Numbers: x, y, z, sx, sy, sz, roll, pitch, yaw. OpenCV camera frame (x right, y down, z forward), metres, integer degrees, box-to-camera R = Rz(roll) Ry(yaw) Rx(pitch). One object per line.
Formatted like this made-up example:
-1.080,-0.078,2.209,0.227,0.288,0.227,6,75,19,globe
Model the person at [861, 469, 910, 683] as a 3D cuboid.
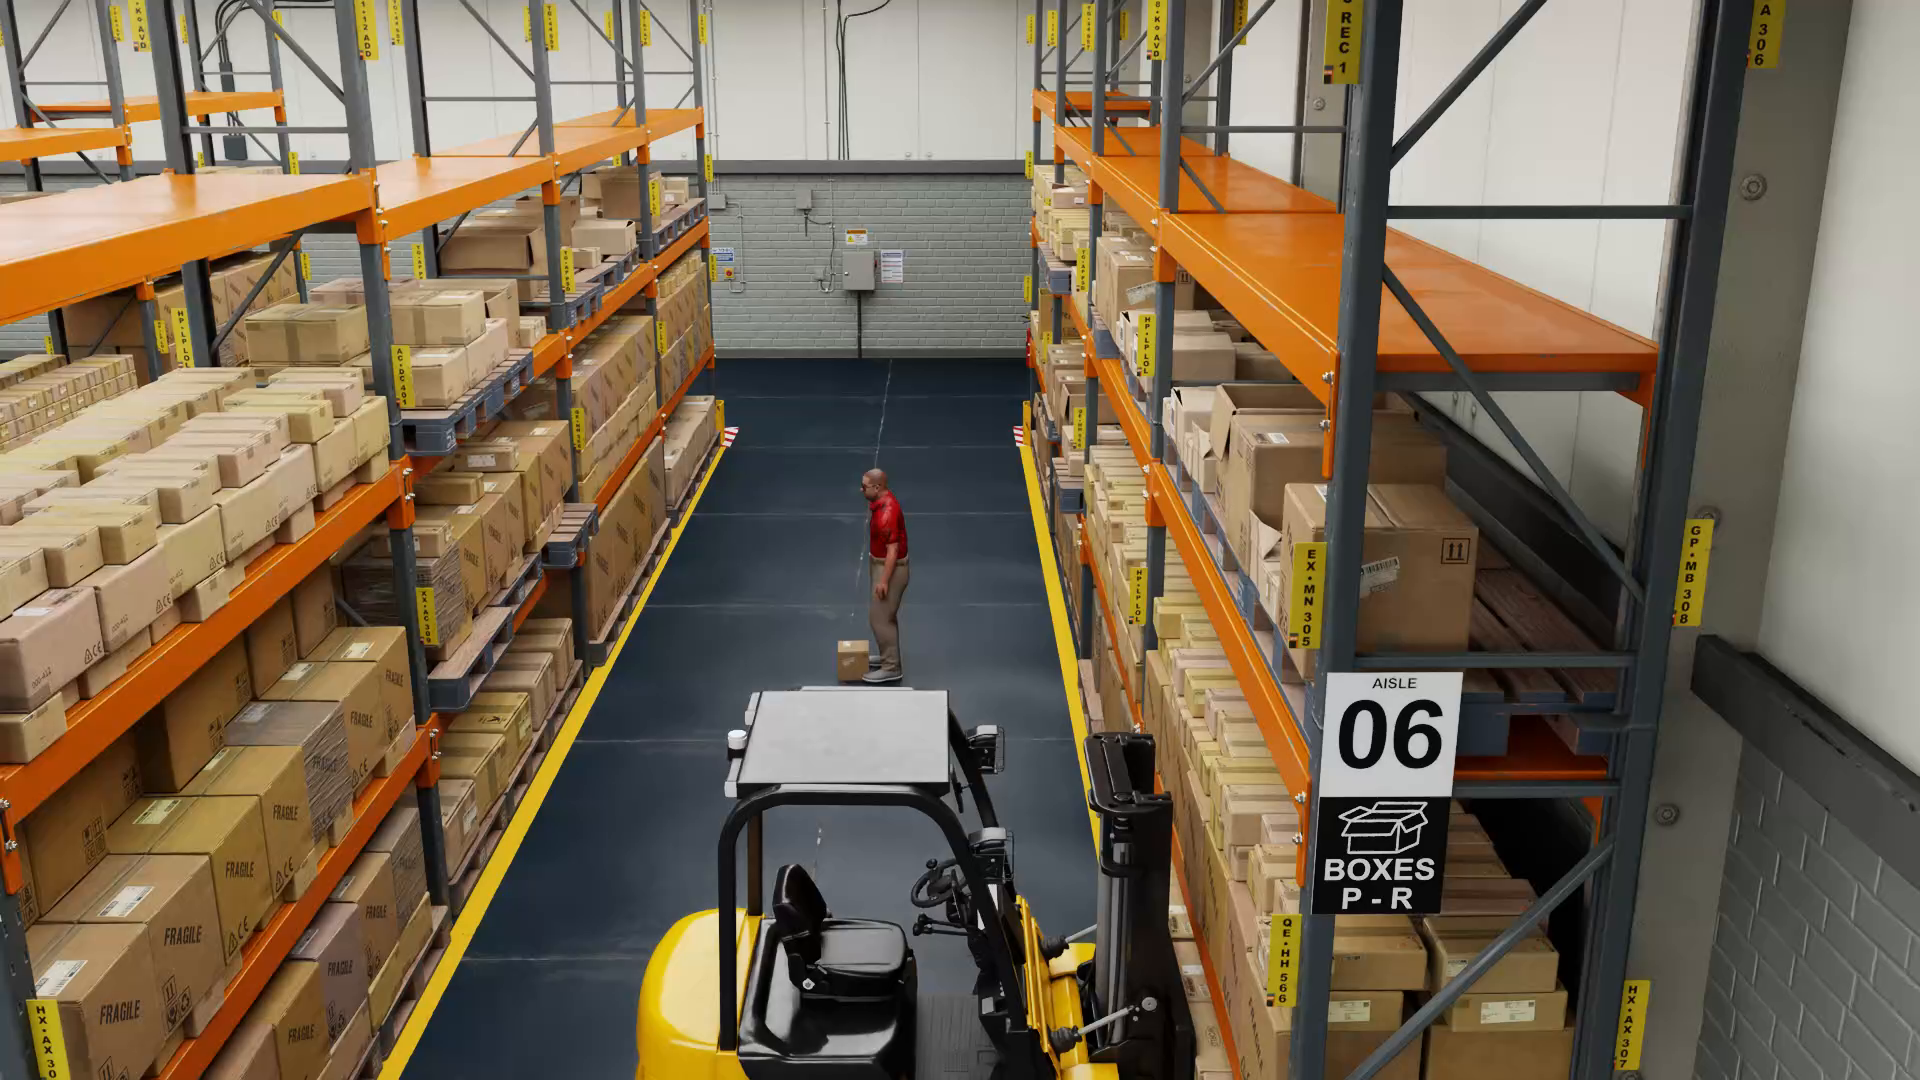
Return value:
-0.602,0.262,13.210,0.394,1.726,0.604,-1,17,-4,person
